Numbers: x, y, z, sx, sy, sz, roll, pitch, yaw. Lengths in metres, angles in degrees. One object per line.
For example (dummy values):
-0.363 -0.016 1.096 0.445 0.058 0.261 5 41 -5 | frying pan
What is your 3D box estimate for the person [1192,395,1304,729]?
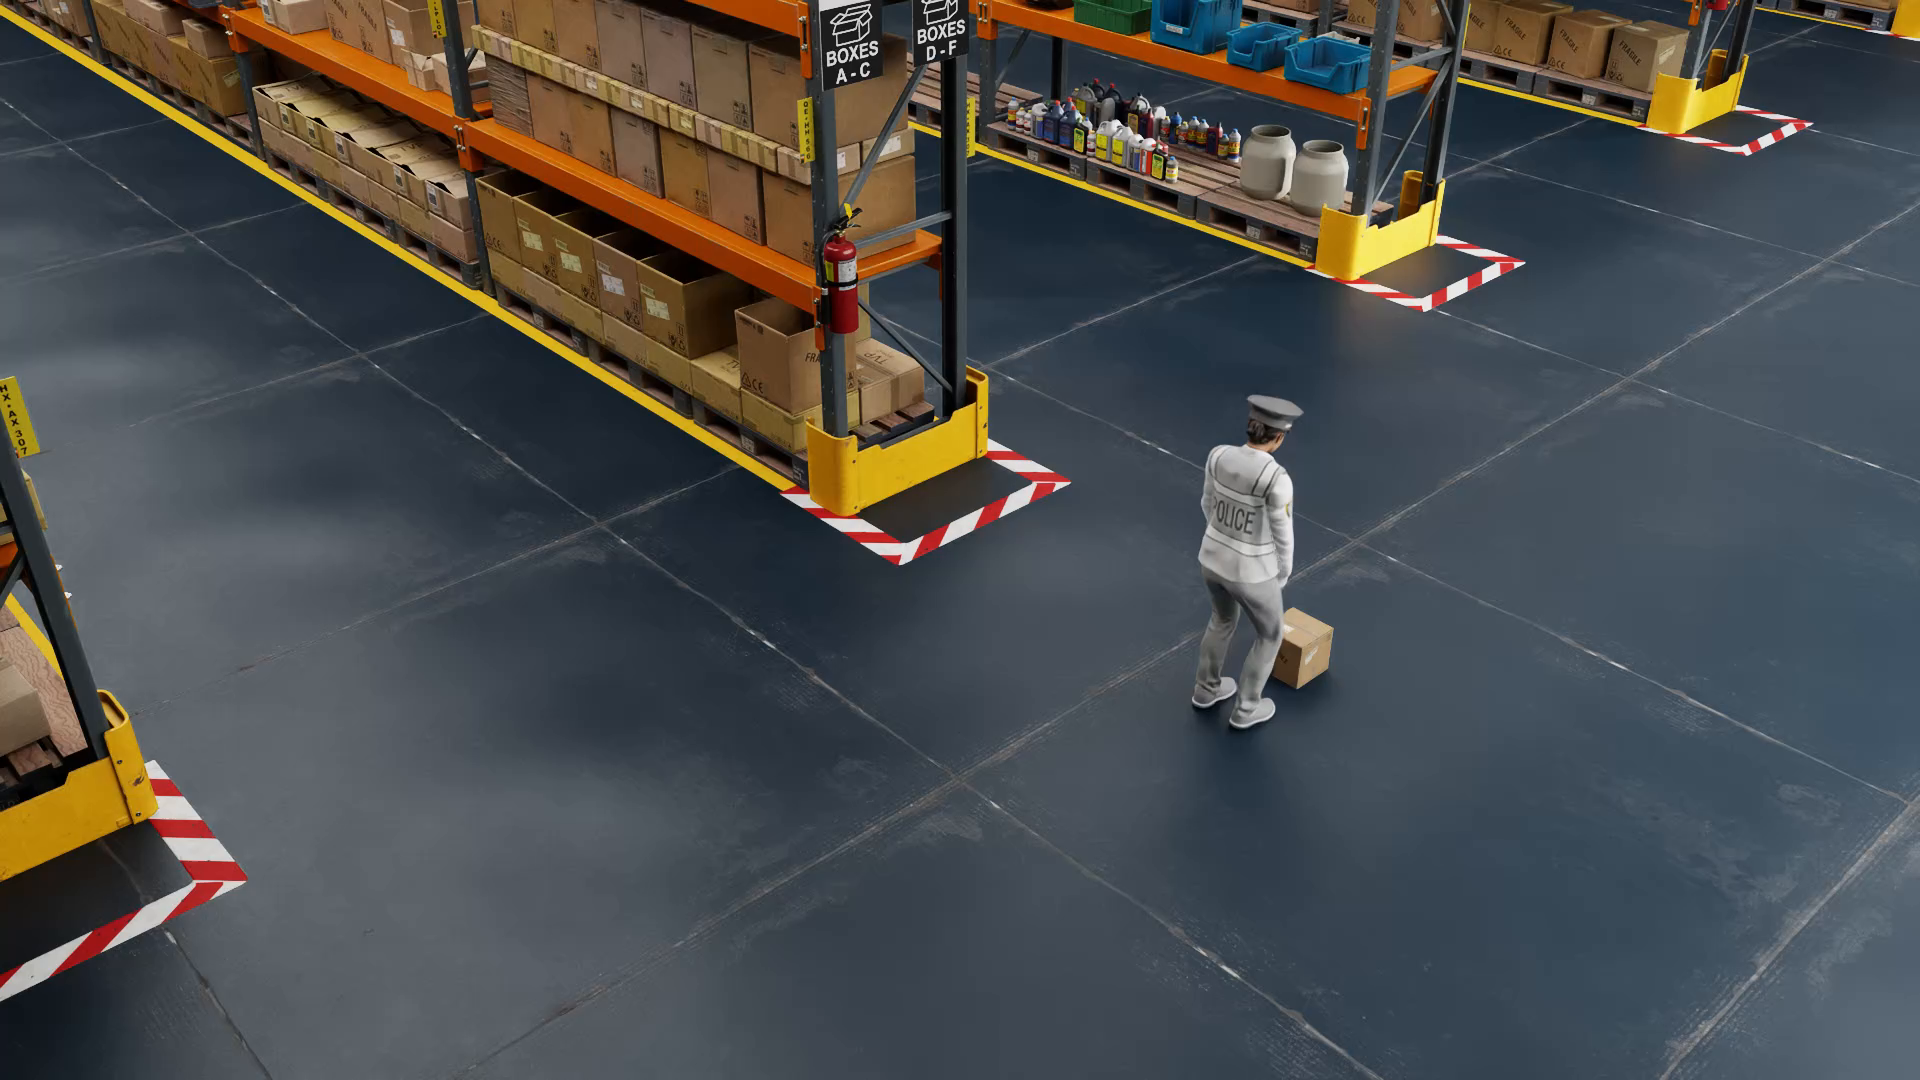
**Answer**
1.294 0.105 7.577 0.446 1.626 0.500 -25 40 -34 | person
